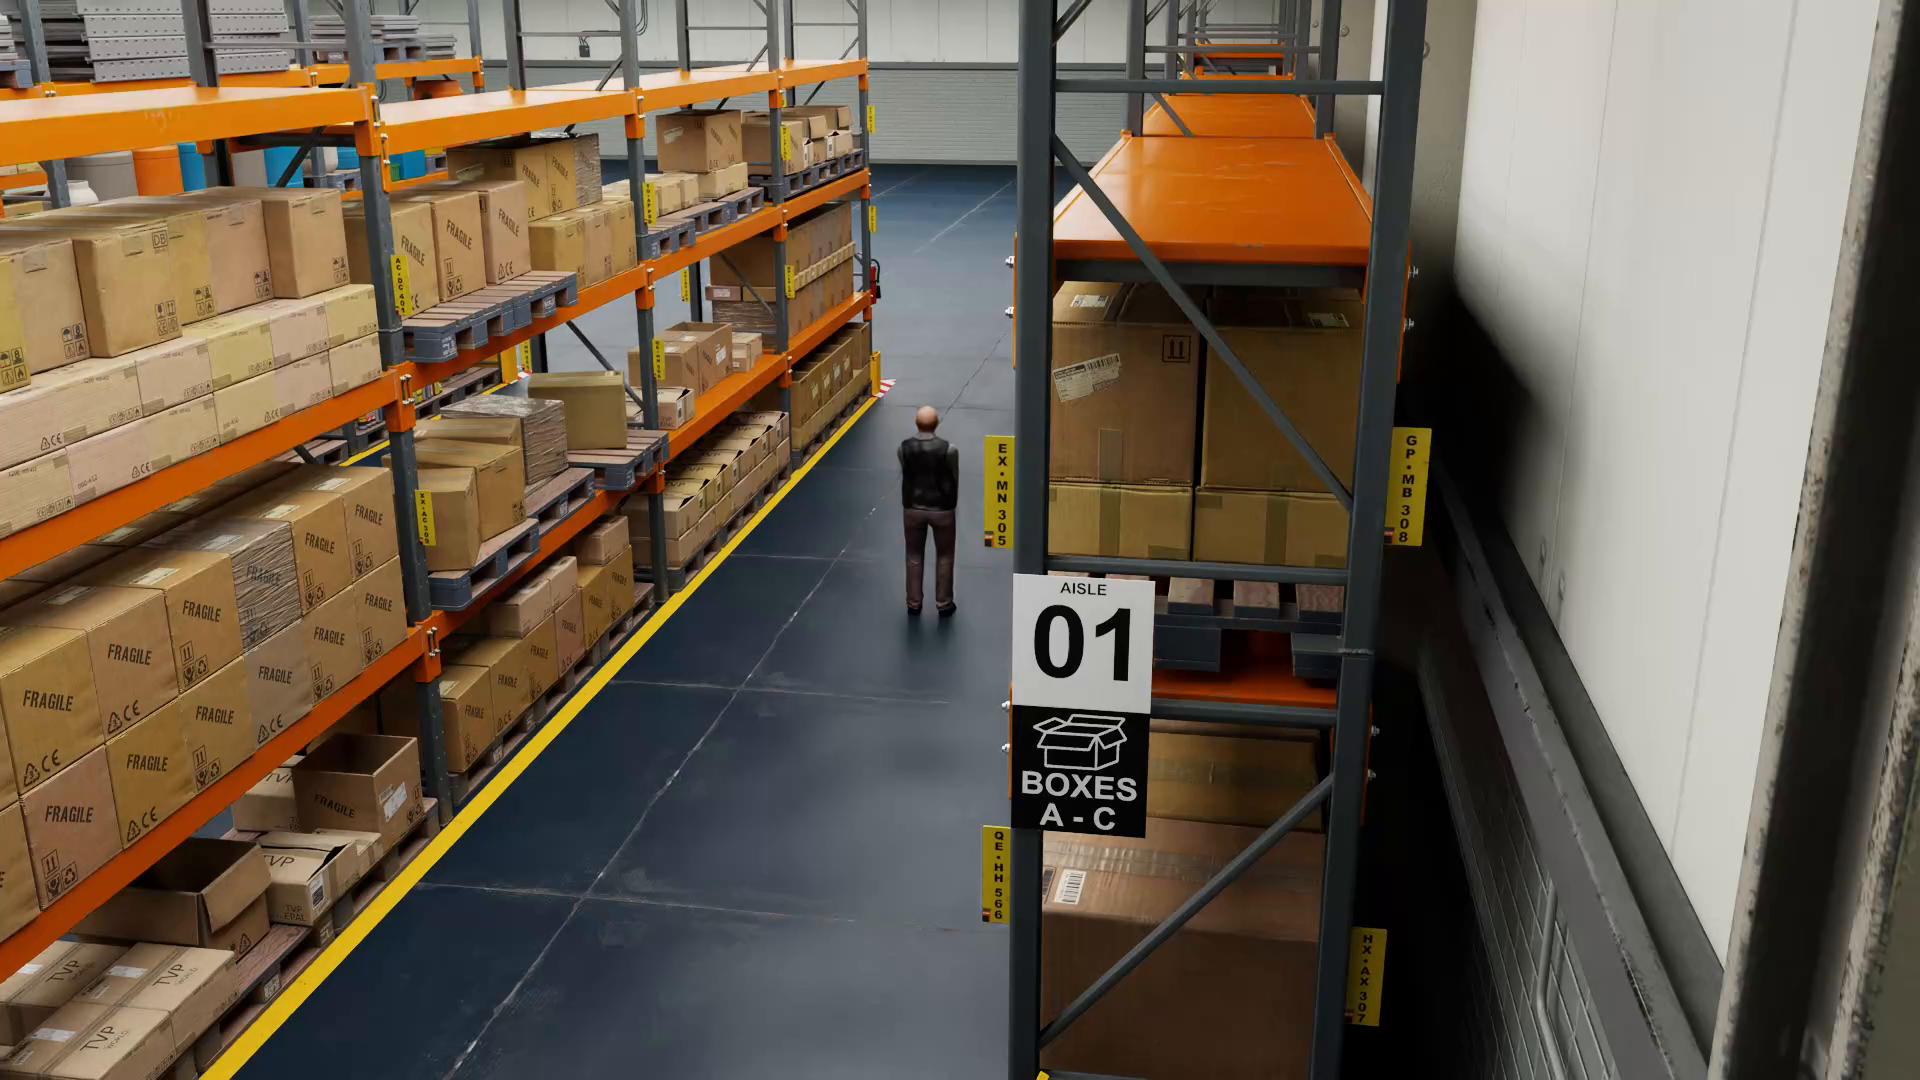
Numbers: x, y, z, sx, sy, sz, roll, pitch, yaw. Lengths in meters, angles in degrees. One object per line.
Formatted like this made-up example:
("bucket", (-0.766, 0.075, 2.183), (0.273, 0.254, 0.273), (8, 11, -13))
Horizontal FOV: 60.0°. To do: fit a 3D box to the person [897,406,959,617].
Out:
("person", (-0.244, -0.259, 13.412), (0.495, 1.721, 0.560), (3, 18, 8))
